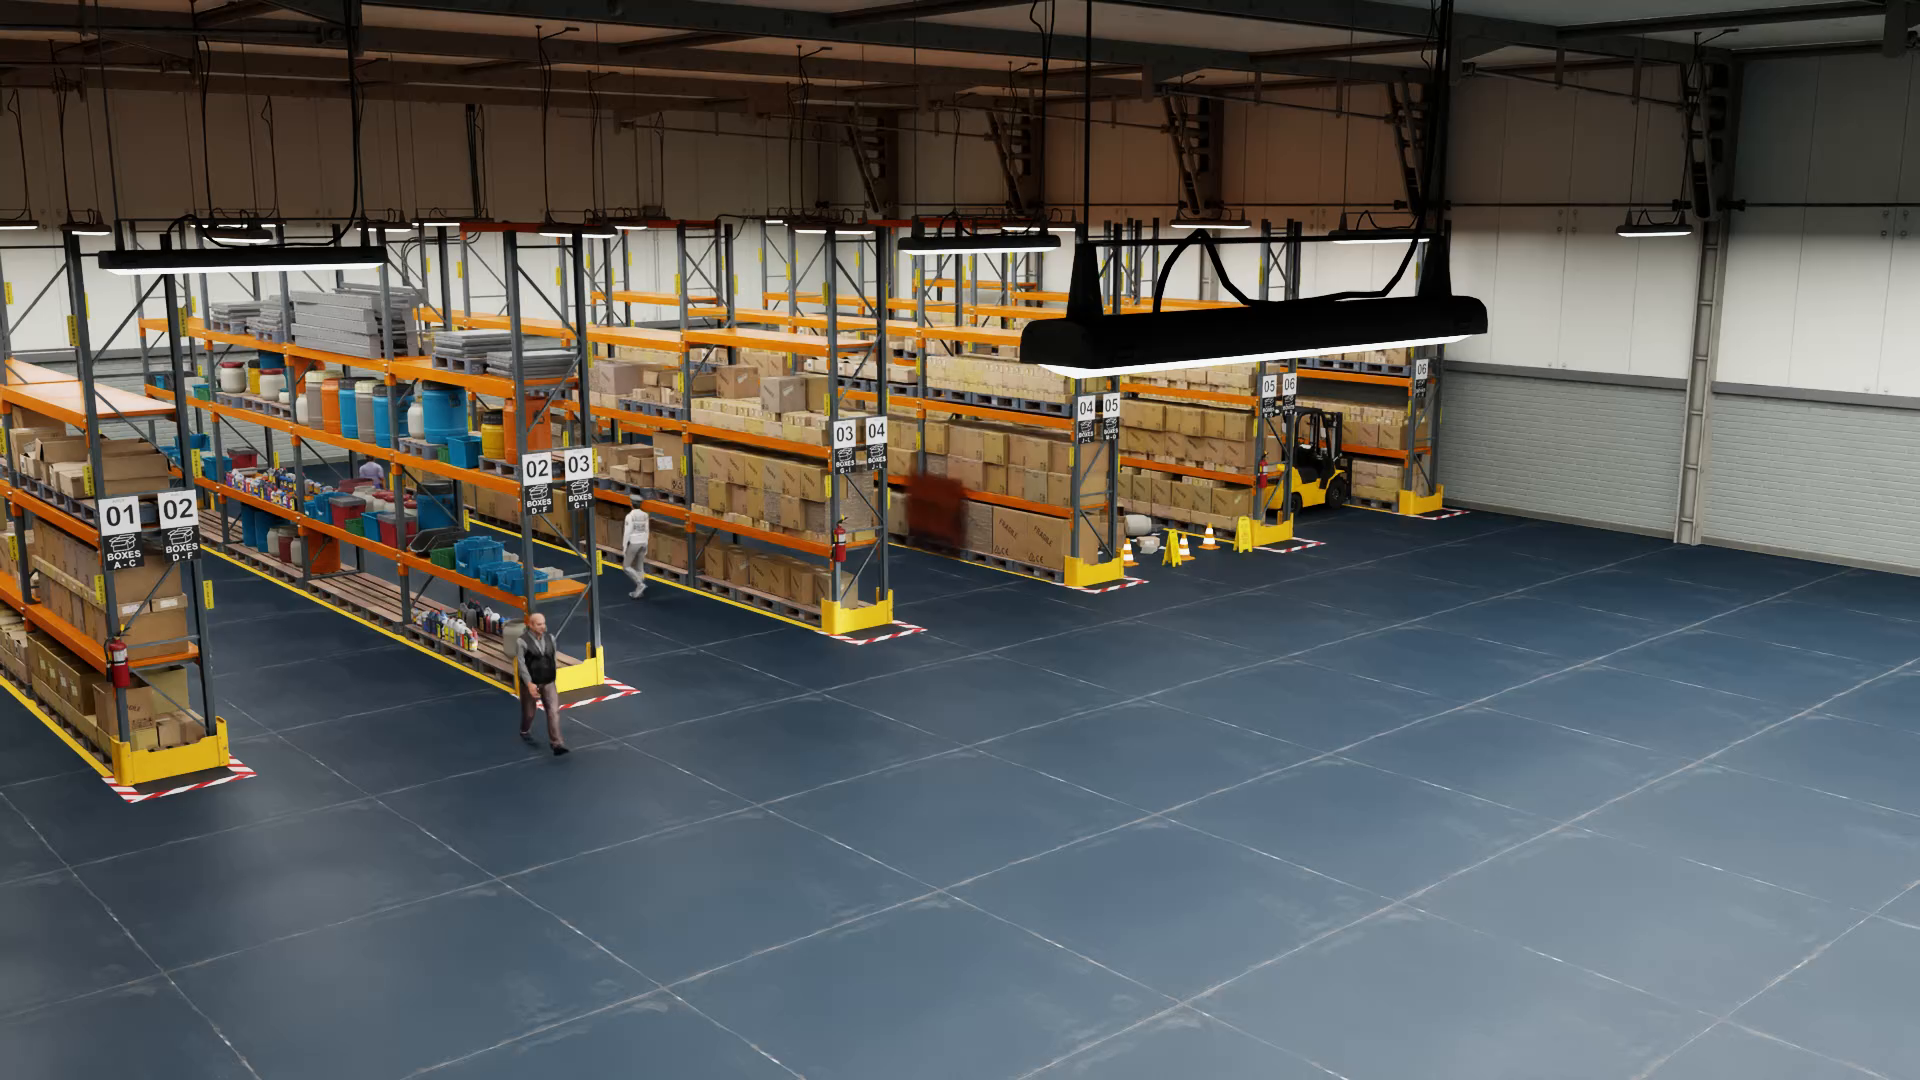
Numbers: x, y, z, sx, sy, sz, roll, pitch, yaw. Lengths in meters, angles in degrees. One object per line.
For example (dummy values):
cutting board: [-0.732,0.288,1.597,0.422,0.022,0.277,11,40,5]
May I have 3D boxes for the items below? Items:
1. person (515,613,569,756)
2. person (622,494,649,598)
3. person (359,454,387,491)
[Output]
person: [-4.898,1.669,19.435,0.524,1.642,1.115,-7,14,-32]
person: [-5.227,0.111,27.039,0.473,1.674,0.510,9,15,39]
person: [-11.321,-0.880,32.122,0.532,1.634,0.466,-1,11,-5]
